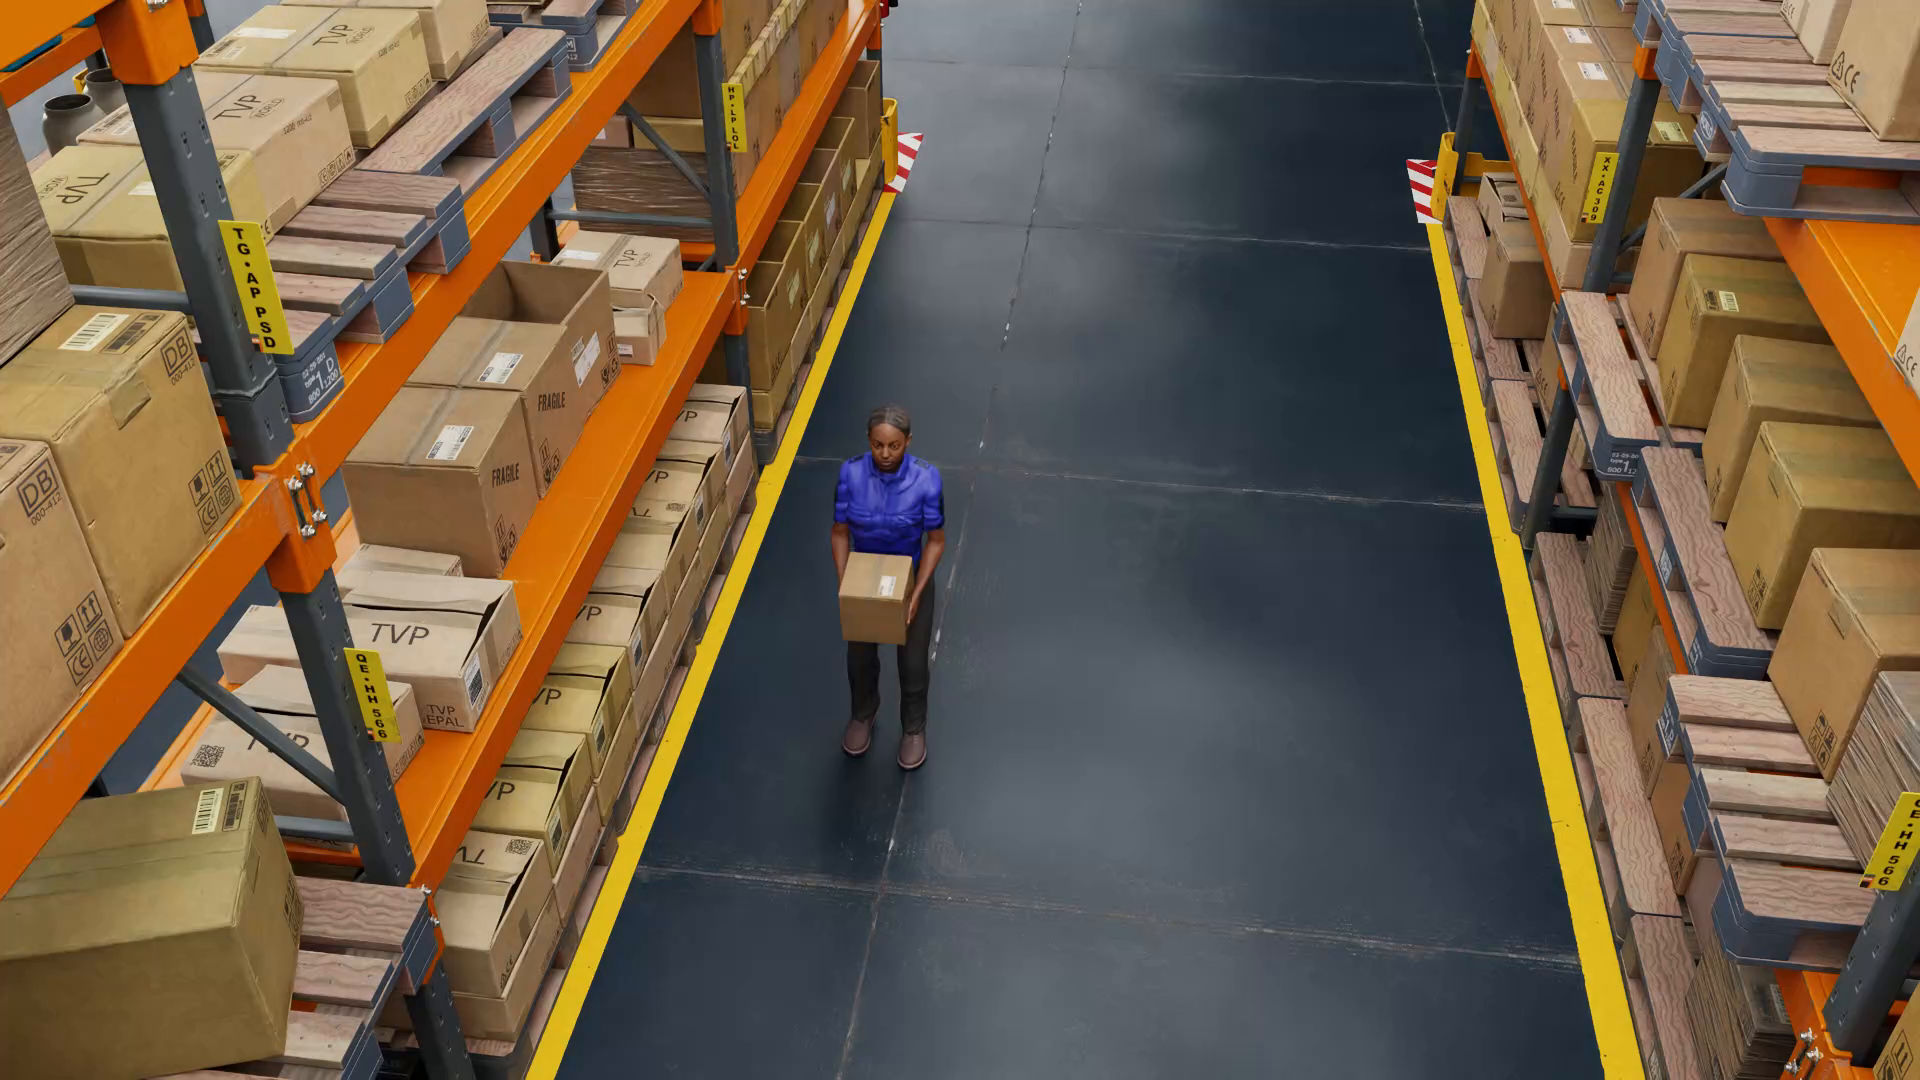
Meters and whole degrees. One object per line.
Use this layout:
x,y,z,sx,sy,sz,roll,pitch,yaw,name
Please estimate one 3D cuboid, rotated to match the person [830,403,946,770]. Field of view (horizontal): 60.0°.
-0.296,0.222,6.737,0.470,1.659,0.475,5,37,6,person
